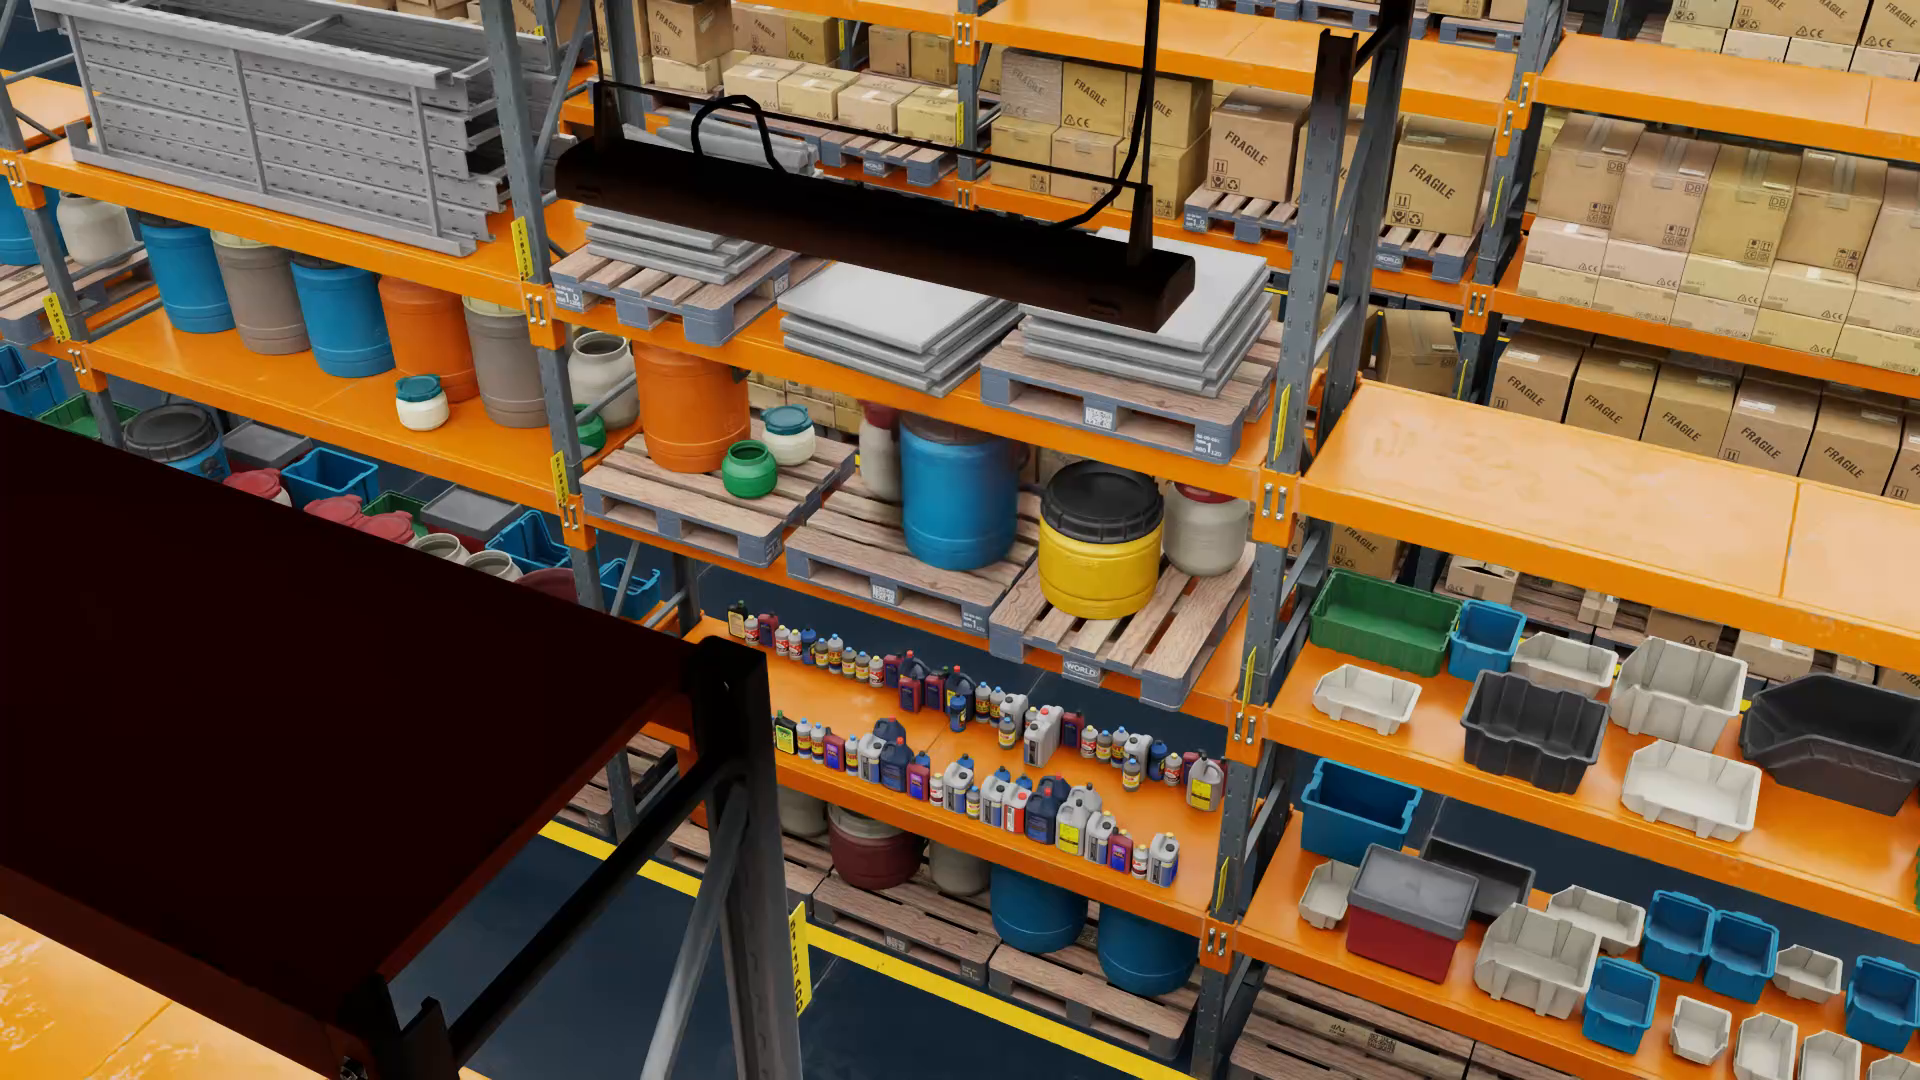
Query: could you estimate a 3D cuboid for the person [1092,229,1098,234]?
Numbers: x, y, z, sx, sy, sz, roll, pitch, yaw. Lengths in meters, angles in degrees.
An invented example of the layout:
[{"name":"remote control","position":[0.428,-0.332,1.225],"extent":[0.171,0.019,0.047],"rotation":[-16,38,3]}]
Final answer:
[{"name":"person","position":[1.571,-3.269,17.115],"extent":[0.640,1.653,0.535],"rotation":[9,36,12]}]
